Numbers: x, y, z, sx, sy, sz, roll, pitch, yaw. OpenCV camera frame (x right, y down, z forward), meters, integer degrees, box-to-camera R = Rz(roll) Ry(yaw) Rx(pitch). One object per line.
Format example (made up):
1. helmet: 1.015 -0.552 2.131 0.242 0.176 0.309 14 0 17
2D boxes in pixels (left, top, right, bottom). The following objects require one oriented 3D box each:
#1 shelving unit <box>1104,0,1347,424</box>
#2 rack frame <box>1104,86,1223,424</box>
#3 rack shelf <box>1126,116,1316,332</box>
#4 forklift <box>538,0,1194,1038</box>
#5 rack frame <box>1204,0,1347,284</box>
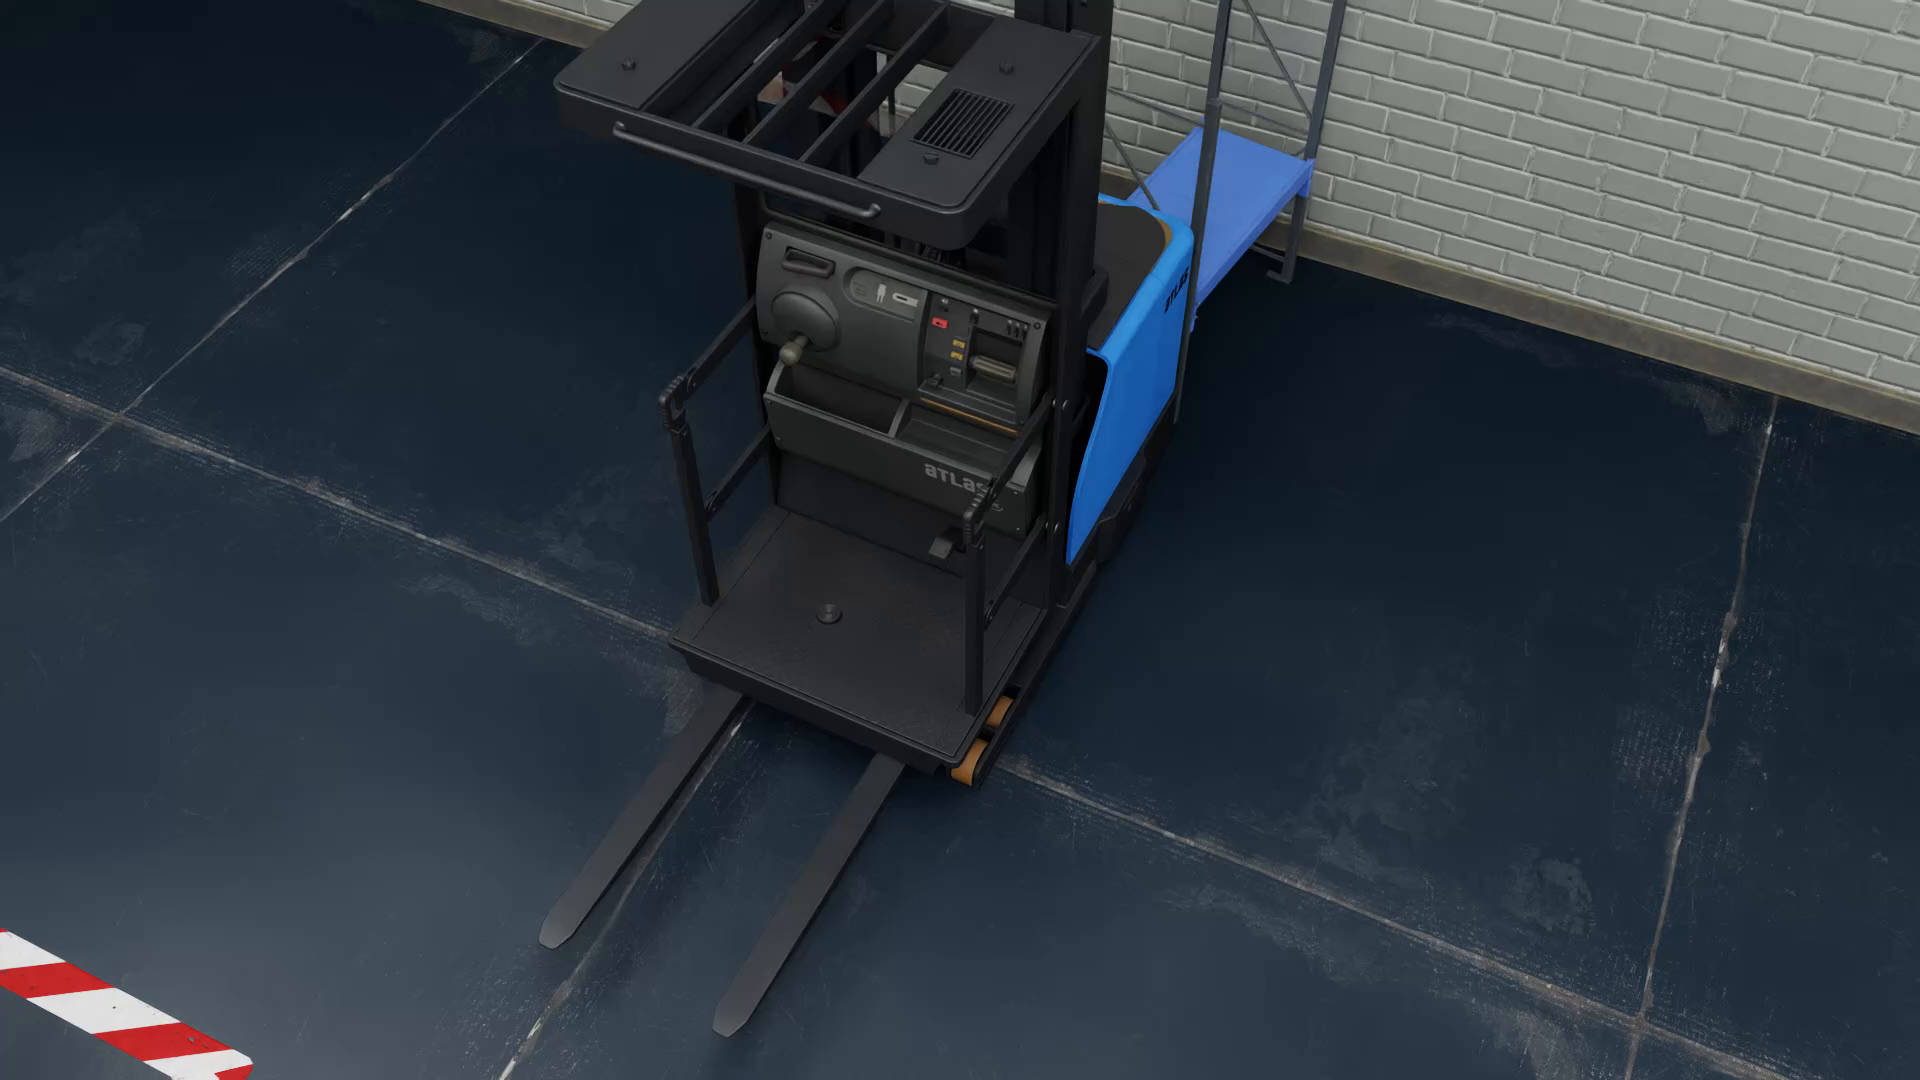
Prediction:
1. shelving unit: 0.939 -1.385 6.444 0.538 1.500 1.048 27 55 21
2. rack frame: 0.656 -1.063 6.170 0.500 1.500 0.032 27 55 21
3. rack shelf: 0.939 -1.268 6.581 0.538 0.185 1.000 27 55 21
4. forklift: -0.279 -0.526 4.773 1.130 2.935 3.031 21 53 17
5. rack frame: 1.223 -1.707 6.717 0.500 1.500 0.032 27 55 21
